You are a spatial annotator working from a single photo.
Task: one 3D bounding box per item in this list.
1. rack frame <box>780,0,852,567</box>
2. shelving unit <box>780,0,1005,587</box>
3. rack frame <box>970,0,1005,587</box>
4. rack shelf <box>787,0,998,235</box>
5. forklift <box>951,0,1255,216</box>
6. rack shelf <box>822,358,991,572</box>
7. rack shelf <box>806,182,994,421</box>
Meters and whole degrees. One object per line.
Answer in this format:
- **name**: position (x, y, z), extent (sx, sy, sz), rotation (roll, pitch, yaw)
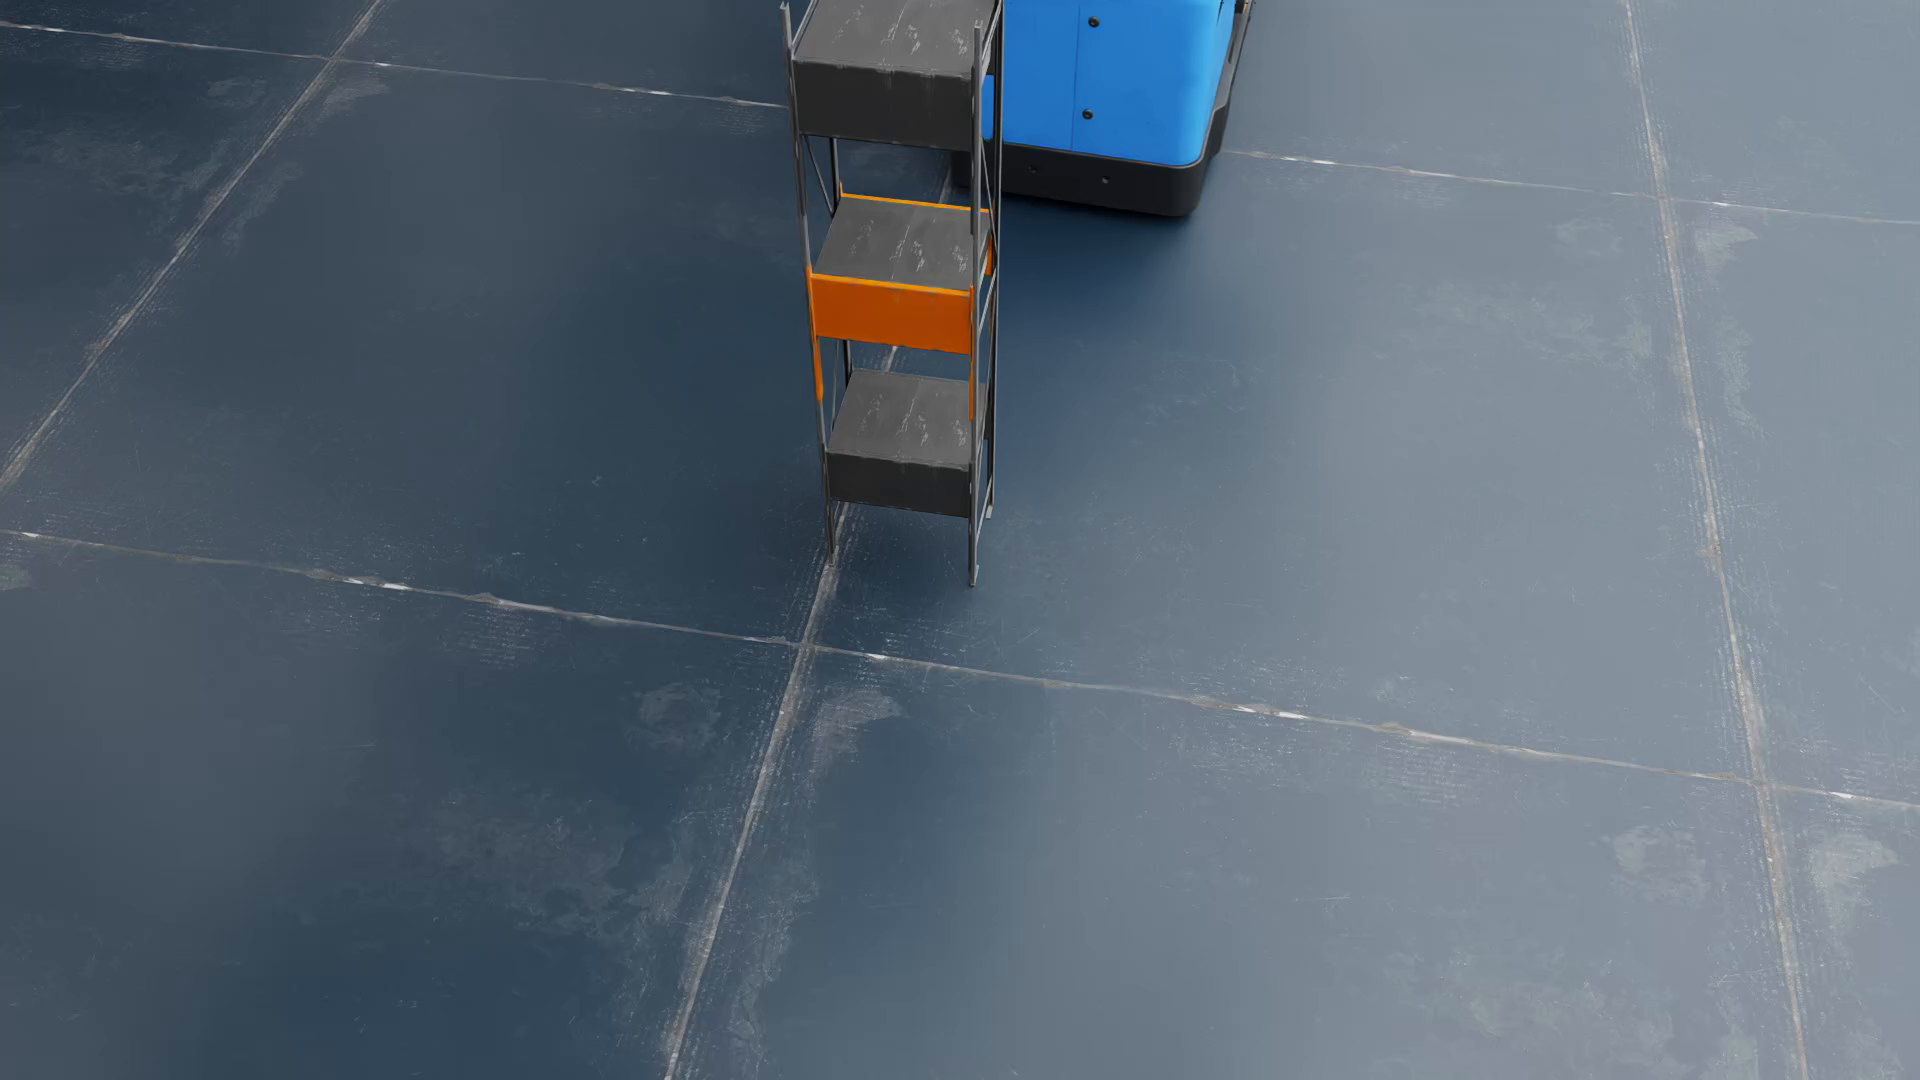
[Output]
- **rack frame**: position (-0.403, -0.756, 5.018), extent (0.015, 2.100, 0.400), rotation (8, 49, 7)
- **shelving unit**: position (-0.163, -0.724, 4.989), extent (0.503, 2.100, 0.431), rotation (8, 49, 7)
- **rack frame**: position (0.077, -0.691, 4.960), extent (0.015, 2.100, 0.400), rotation (8, 49, 7)
- **rack shelf**: position (-0.163, -1.182, 4.478), extent (0.480, 0.518, 0.431), rotation (8, 49, 7)
- **forklift**: position (0.810, -3.434, 6.865), extent (1.130, 2.935, 3.031), rotation (10, 49, 9)
- **rack shelf**: position (-0.163, -0.247, 5.519), extent (0.480, 0.518, 0.431), rotation (8, 49, 7)
- **rack shelf**: position (-0.163, -0.715, 4.999), extent (0.480, 0.518, 0.431), rotation (8, 49, 7)
